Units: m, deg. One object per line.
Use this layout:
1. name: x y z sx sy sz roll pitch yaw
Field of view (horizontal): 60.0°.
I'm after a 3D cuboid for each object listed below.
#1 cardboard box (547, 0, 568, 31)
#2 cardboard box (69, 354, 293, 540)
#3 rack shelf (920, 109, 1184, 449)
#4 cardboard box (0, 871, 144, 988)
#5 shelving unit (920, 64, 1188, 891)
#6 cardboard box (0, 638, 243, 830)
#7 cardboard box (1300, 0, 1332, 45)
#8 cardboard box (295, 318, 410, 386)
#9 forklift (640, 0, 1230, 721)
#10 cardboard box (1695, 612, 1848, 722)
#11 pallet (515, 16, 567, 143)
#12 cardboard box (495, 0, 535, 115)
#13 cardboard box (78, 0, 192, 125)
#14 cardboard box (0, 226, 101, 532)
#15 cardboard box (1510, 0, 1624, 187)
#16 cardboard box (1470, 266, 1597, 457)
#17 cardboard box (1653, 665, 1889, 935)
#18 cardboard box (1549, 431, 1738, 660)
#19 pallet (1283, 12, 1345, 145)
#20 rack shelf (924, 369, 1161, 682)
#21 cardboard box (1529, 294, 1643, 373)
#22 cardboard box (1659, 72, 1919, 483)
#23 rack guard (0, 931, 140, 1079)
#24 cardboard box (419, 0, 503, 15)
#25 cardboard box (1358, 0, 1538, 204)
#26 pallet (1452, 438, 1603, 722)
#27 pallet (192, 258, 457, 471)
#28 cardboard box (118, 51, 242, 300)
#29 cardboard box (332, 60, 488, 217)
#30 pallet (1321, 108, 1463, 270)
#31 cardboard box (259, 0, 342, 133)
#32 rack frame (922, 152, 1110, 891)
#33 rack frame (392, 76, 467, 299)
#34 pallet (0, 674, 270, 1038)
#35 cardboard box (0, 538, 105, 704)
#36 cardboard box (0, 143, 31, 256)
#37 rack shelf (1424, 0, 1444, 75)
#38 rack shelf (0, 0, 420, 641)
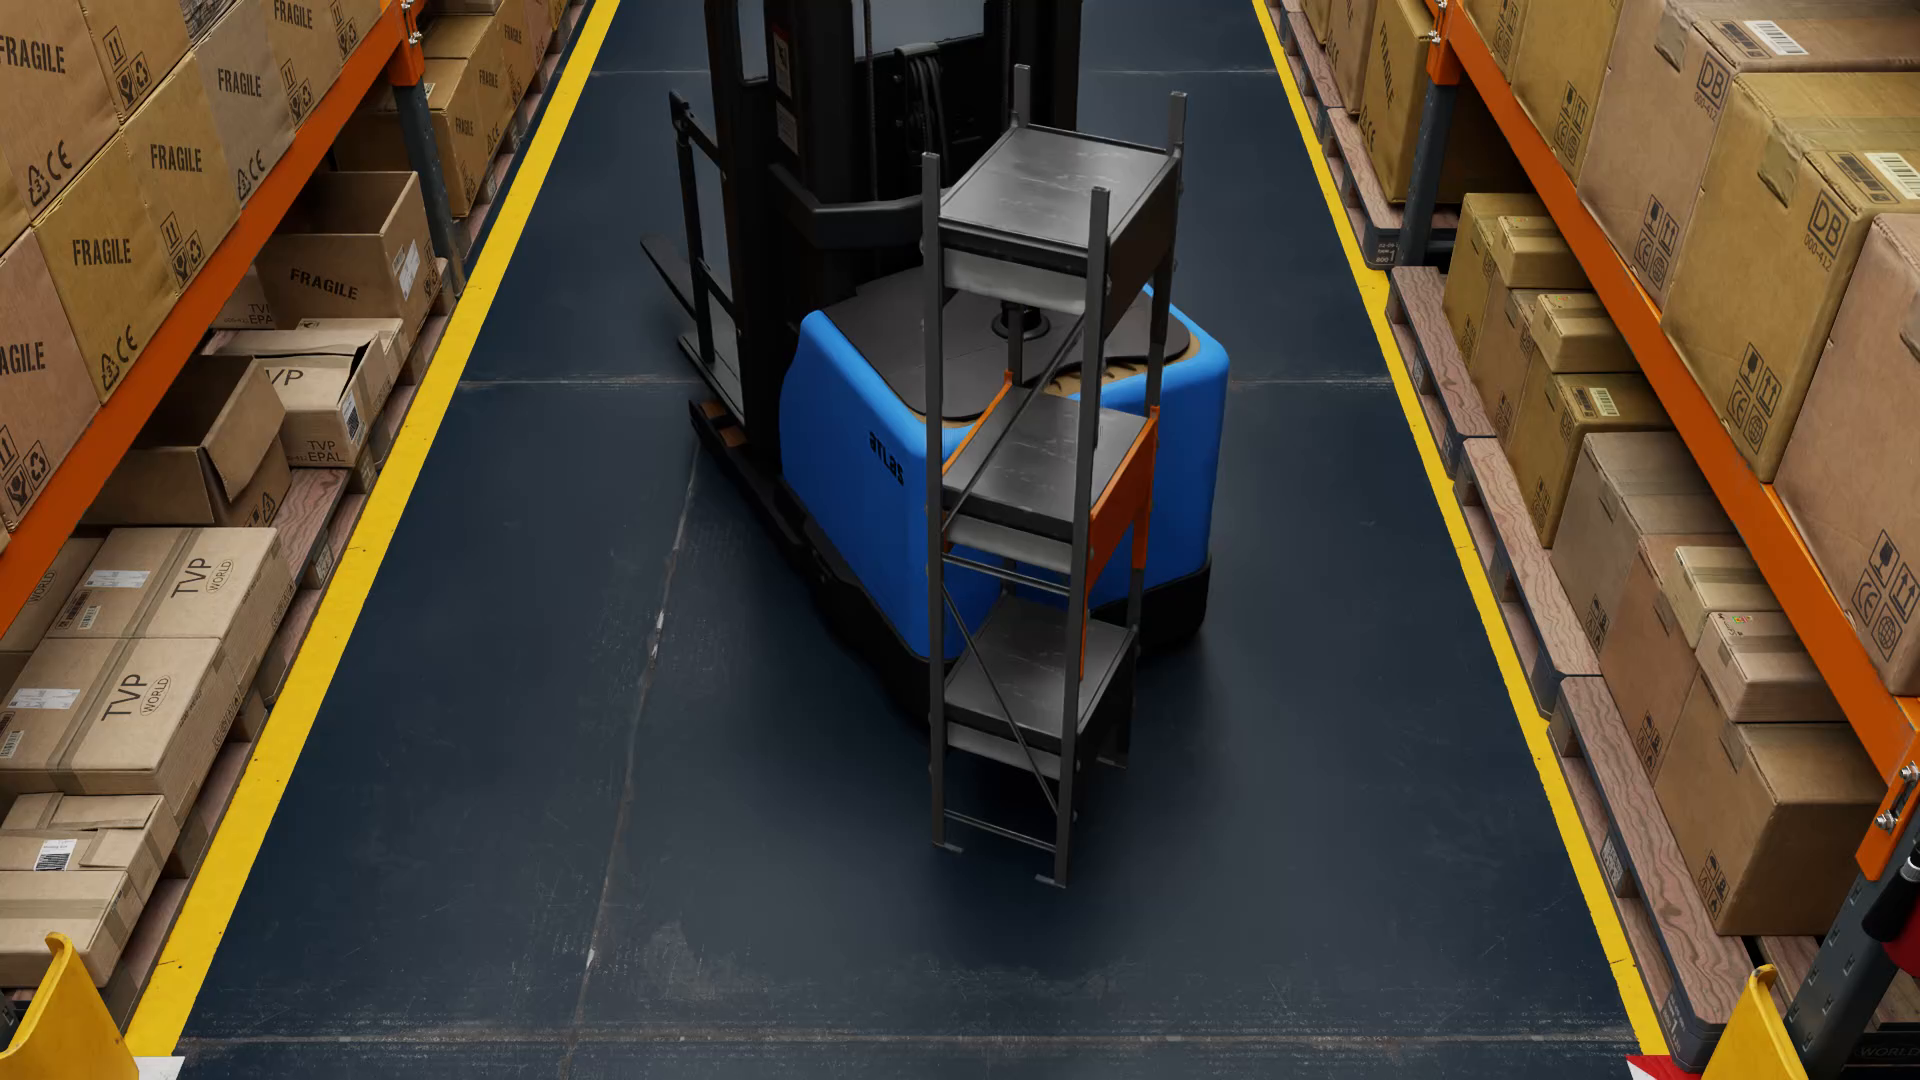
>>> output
1. cardboard box: -2.379 -3.014 8.760 0.500 0.500 0.500 -1 39 -2
2. cardboard box: -2.603 -0.248 5.305 0.797 0.503 0.637 0 39 0
3. rack shelf: 0.208 -0.589 3.708 0.431 0.518 0.480 16 41 18
4. cardboard box: -2.263 0.955 4.088 0.380 0.149 0.250 0 39 0
5. shelving unit: 0.208 -0.053 4.137 0.431 2.100 0.503 16 41 18
6. cardboard box: -2.323 0.525 4.544 0.500 0.250 0.500 0 39 0
7. cardboard box: 2.203 -3.050 8.540 0.750 0.750 0.750 0 39 0
8. cardboard box: -2.266 -0.694 6.145 0.380 0.149 0.250 0 39 0
9. forklift: -0.346 -1.511 5.292 1.130 2.935 3.031 -18 42 -21
10. cardboard box: 2.065 0.311 4.108 0.380 0.149 0.250 0 39 -1
11. pallet: -2.653 -2.410 8.589 1.003 0.211 1.213 0 39 0
12. cardboard box: -2.372 -2.370 7.956 0.500 0.500 0.500 0 39 0
13. cardboard box: -2.348 -1.388 4.204 0.500 0.500 0.500 0 39 0
14. cardboard box: -2.348 -0.363 3.724 0.500 0.500 0.500 0 39 0
15. cardboard box: 2.323 -1.552 5.049 0.980 0.700 0.700 -1 39 -1
16. cardboard box: 2.239 -0.638 5.810 0.700 0.500 0.500 0 39 -1
17. cardboard box: 2.247 0.644 4.210 0.700 0.500 0.500 0 39 0
18. cardboard box: 2.245 0.017 4.993 0.700 0.500 0.500 -1 39 -2
19. pallet: 2.263 -2.390 8.564 1.003 0.211 1.213 0 39 0
20. rack shelf: 0.208 -0.043 4.146 0.431 0.518 0.480 16 41 18
21. cardboard box: 2.060 -0.664 5.324 0.380 0.149 0.250 -1 39 -1
22. cardboard box: 2.325 -0.620 3.886 0.980 0.700 0.700 0 39 0
23. rack guard: -2.606 1.204 3.847 1.175 0.500 0.348 0 39 0
24. cardboard box: -2.368 -2.642 7.696 0.500 0.250 0.500 0 39 0
25. cardboard box: 2.213 -1.962 7.183 0.750 0.750 0.750 0 39 0
26. pallet: 2.270 0.098 5.459 1.003 0.211 1.213 0 39 0
27. pallet: -2.611 -0.707 6.464 1.003 0.211 1.213 0 39 0
28. cardboard box: -2.345 -0.989 4.506 0.500 0.500 0.500 0 39 1
29. cardboard box: -2.367 -1.724 7.150 0.500 0.500 0.500 -2 39 -2
30. pallet: 2.267 -1.625 7.609 1.003 0.211 1.213 0 39 0
31. cardboard box: -2.351 -1.629 5.304 0.500 0.500 0.500 1 39 1
32. rack frame: 0.109 0.086 3.963 0.400 2.100 0.015 16 41 18
33. rack frame: -2.610 -2.225 6.128 1.000 3.000 0.127 0 39 0
34. pallet: -2.608 0.819 4.560 1.003 0.211 1.213 0 39 0
35. cardboard box: -2.824 0.244 4.894 0.500 0.250 0.500 0 39 0
36. cardboard box: -2.351 -0.757 3.417 0.500 0.500 0.500 0 39 0
37. rack shelf: 2.341 -3.201 7.921 1.077 0.370 4.000 0 39 0
38. rack shelf: -2.608 -0.694 4.792 1.077 0.370 4.000 0 39 0
